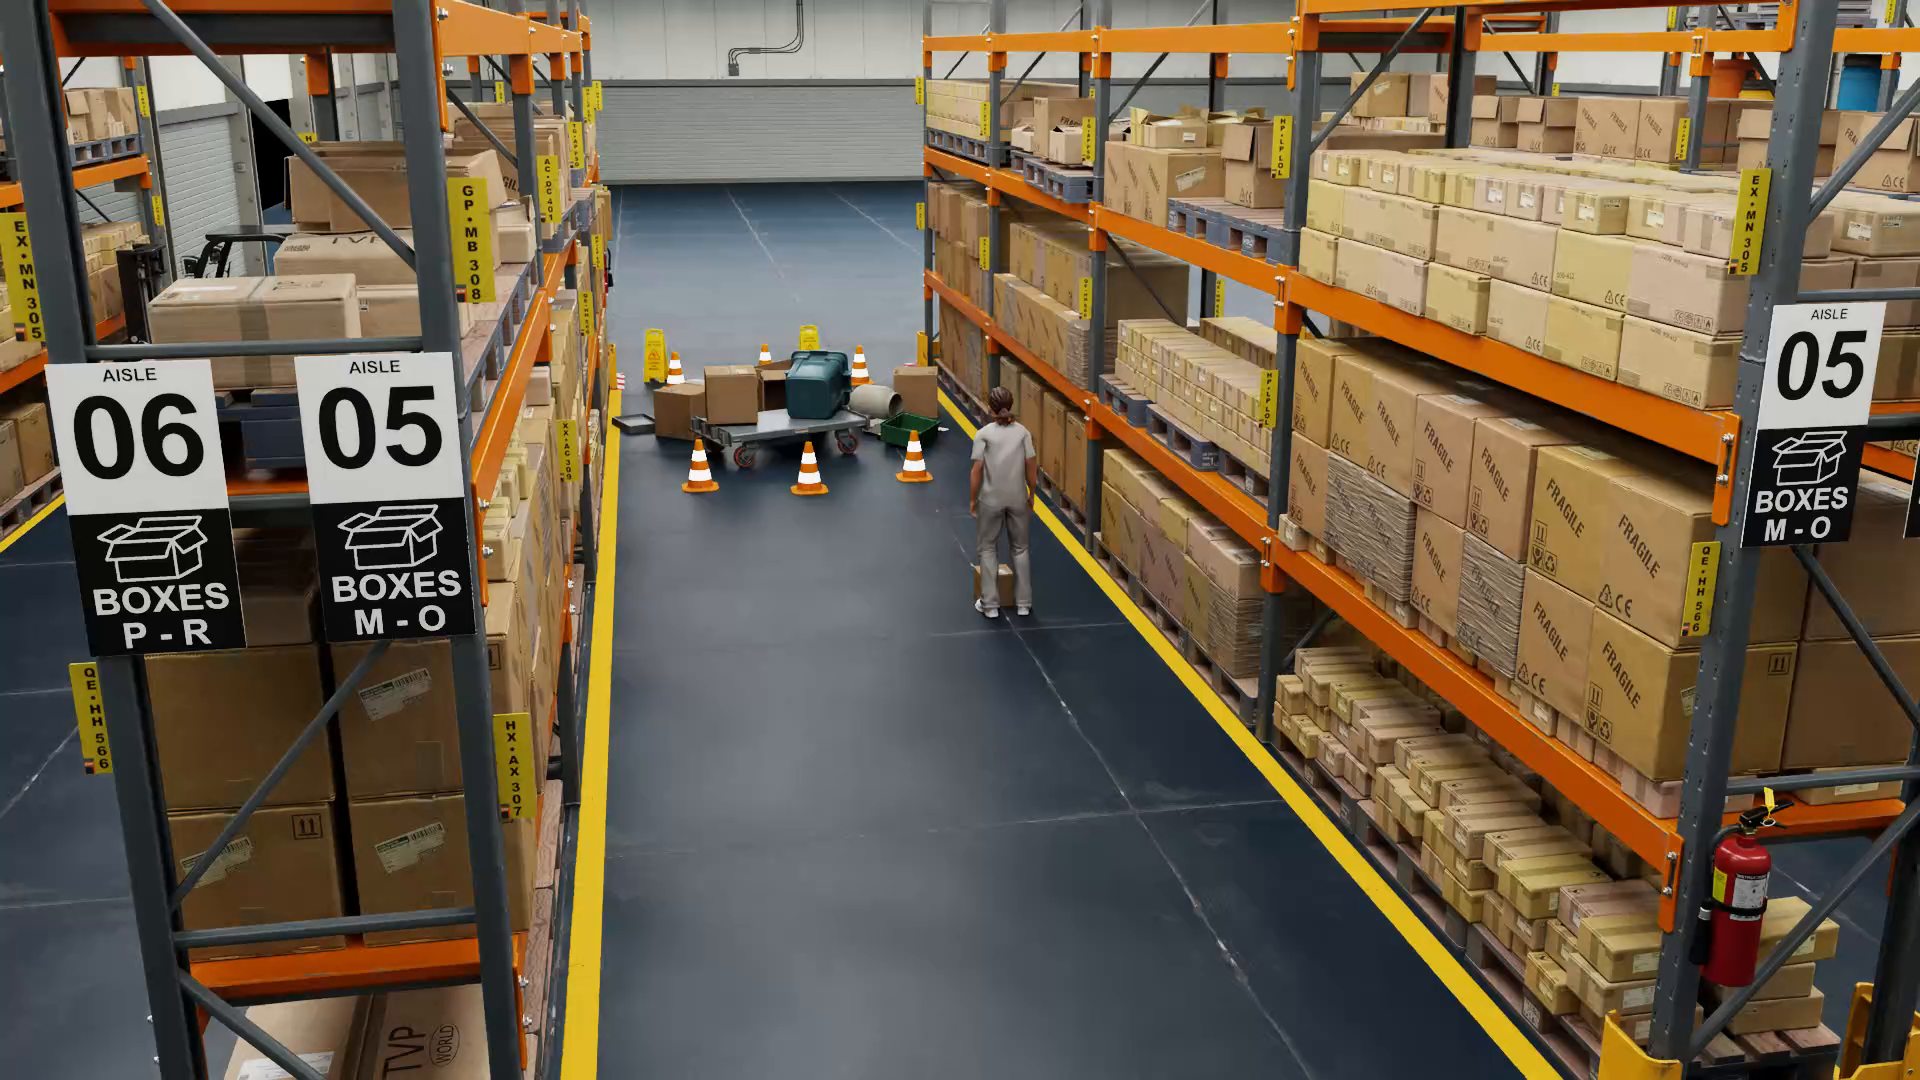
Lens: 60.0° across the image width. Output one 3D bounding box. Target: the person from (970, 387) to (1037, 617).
[{"bbox_3d":[0.308,-0.159,11.994,0.486,1.437,0.357,-3,17,-10],"label":"person"}]
